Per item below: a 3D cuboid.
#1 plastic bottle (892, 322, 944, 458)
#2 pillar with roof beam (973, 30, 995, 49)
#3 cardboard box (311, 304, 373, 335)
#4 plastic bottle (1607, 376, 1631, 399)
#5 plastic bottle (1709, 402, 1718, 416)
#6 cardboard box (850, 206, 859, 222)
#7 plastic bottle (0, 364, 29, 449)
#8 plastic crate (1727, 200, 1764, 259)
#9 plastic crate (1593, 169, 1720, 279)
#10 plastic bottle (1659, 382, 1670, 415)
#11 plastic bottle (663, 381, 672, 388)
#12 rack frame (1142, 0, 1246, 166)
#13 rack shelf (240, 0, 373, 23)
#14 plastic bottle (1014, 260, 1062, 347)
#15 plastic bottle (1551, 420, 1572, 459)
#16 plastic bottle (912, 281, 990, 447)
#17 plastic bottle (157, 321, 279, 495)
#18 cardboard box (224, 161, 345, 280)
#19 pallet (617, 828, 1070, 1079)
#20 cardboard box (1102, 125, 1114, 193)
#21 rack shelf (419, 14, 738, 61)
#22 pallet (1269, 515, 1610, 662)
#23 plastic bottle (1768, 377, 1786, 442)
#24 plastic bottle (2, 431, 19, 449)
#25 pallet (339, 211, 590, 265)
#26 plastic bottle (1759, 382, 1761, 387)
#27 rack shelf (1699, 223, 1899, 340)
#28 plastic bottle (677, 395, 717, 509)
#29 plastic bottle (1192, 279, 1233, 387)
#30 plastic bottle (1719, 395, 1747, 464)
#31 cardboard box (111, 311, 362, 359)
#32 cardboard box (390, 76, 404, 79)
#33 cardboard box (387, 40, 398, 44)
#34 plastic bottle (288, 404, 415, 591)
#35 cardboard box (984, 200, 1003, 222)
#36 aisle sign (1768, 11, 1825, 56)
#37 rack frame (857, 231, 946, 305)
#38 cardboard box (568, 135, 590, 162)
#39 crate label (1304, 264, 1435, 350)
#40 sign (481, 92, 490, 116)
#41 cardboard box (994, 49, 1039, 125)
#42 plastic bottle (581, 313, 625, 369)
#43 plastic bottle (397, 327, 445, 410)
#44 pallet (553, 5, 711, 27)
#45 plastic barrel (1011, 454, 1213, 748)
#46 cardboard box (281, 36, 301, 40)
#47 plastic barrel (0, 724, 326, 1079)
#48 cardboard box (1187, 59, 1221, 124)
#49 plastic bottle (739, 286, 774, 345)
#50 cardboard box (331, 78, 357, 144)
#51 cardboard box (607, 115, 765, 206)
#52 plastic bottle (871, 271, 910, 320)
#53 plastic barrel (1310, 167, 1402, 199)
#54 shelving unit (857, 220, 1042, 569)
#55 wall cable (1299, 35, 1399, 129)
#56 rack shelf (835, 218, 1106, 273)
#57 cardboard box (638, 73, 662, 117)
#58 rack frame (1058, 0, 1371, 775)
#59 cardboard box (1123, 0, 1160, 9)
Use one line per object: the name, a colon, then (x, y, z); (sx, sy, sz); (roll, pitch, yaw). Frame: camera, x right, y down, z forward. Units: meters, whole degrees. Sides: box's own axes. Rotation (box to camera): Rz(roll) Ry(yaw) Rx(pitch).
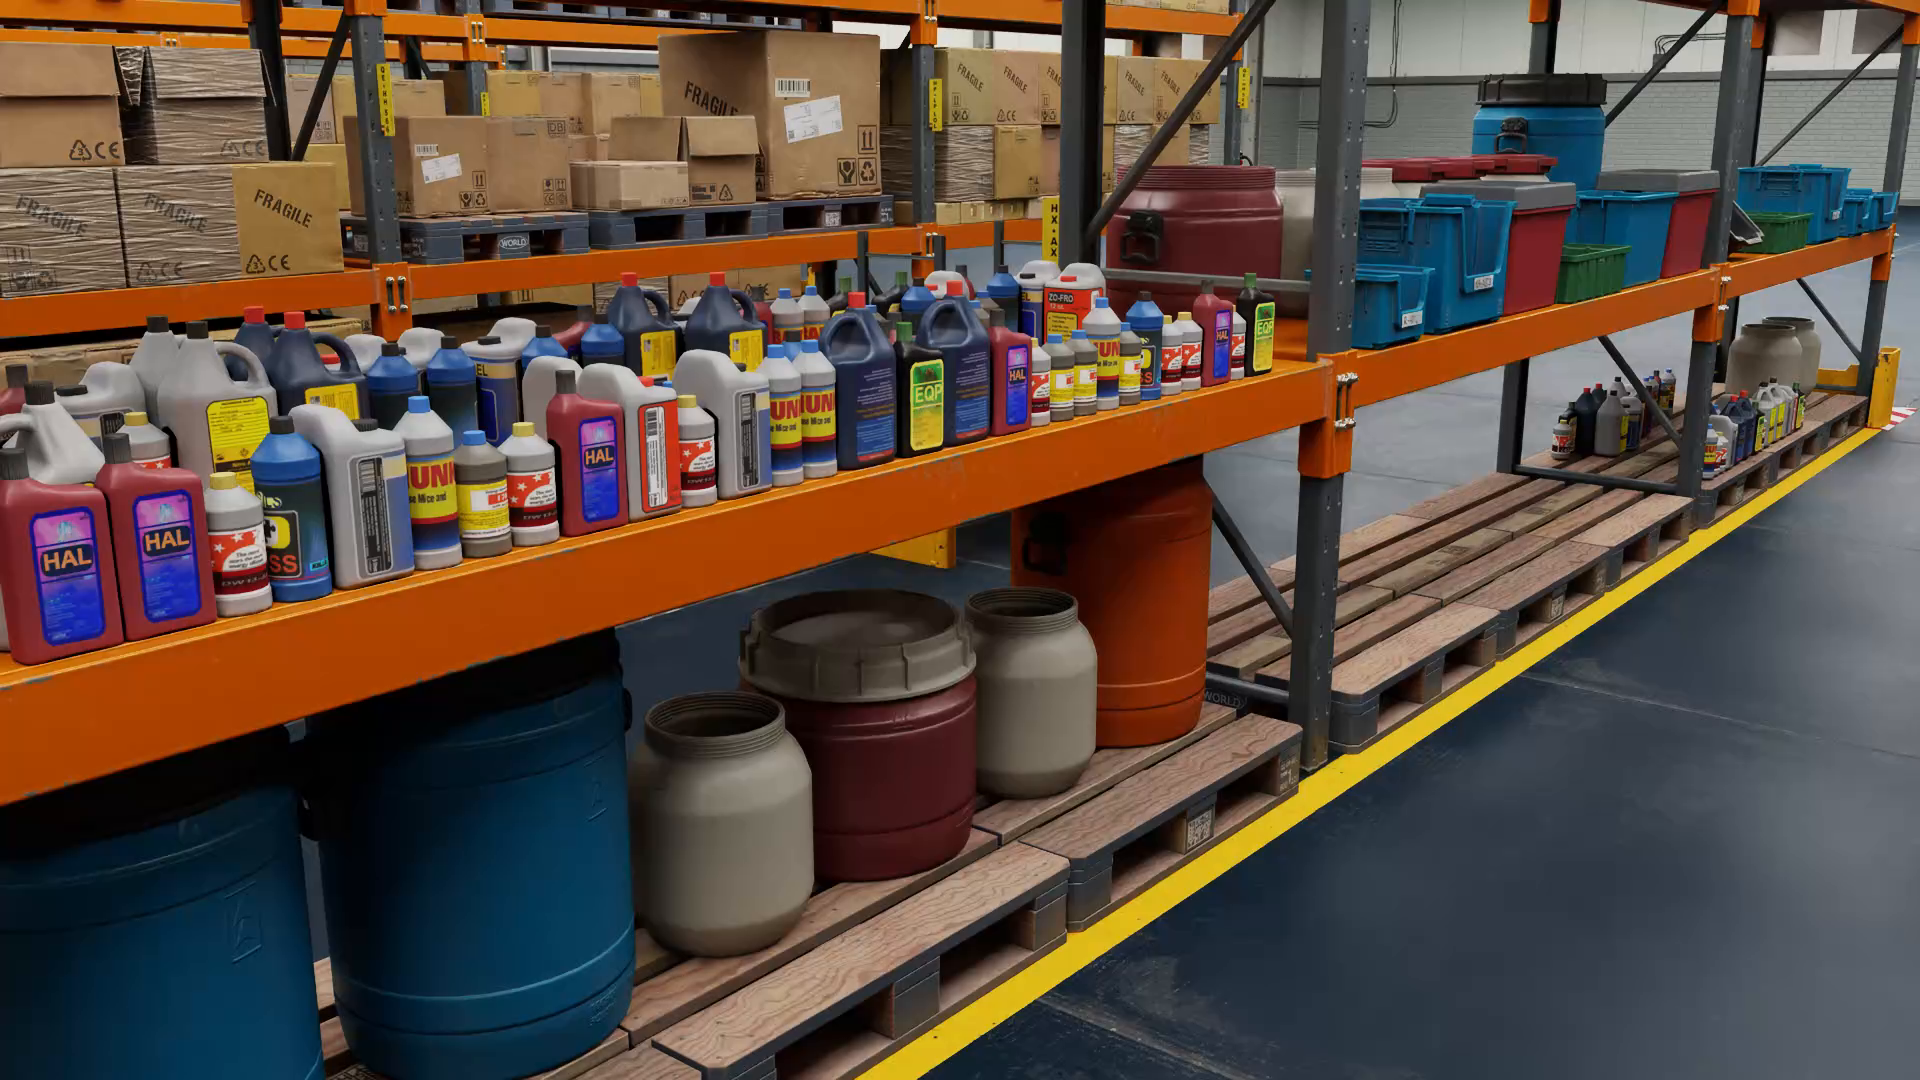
plastic bottle: (-0.094, -0.325, 3.546); (0.061, 0.283, 0.133); (11, 18, 38)
pillar with roof beam: (3.874, -11.099, 33.536); (9.100, 9.000, 0.400); (11, 18, 38)
cardboard box: (-5.316, -1.920, 13.306); (1.050, 0.750, 0.750); (11, 18, 38)
plastic bottle: (3.765, -0.767, 9.535); (0.144, 0.351, 0.185); (11, 18, 37)
plastic bottle: (3.979, -0.613, 8.929); (0.144, 0.351, 0.185); (11, 18, 38)
cardboard box: (-0.685, -2.302, 11.603); (0.380, 0.149, 0.250); (11, 18, 38)
plastic bottle: (-1.661, -0.159, 2.893); (0.061, 0.283, 0.133); (11, 18, 38)
plastic crate: (3.689, -1.621, 8.538); (0.767, 0.338, 0.504); (11, 18, 38)
plastic crate: (3.194, -1.462, 7.654); (0.402, 0.464, 0.583); (11, 18, 38)
plastic bottle: (4.328, -0.875, 10.264); (0.097, 0.201, 0.097); (0, 14, 0)
plastic bottle: (-0.561, -0.209, 3.259); (0.097, 0.201, 0.097); (0, 14, 0)
rack frame: (1.922, -3.103, 14.246); (1.000, 3.000, 0.127); (11, 18, 38)
rack shelf: (-4.363, -2.293, 6.427); (1.077, 0.370, 4.000); (11, 18, 38)
plastic bottle: (0.223, -0.712, 5.084); (0.152, 0.276, 0.135); (11, 18, 38)
plastic bottle: (3.246, -0.545, 8.967); (0.097, 0.201, 0.097); (0, 14, 0)
plastic bottle: (-0.027, -0.394, 3.683); (0.144, 0.351, 0.185); (11, 18, 38)
plastic bottle: (-1.332, -0.219, 2.993); (0.144, 0.351, 0.185); (11, 18, 38)
cardboard box: (-3.223, -1.487, 7.680); (0.500, 0.500, 0.500); (12, 19, 39)
pallet: (-0.484, 0.937, 4.006); (1.003, 0.211, 1.213); (11, 18, 38)
cardboard box: (0.663, -2.897, 12.629); (0.875, 0.500, 0.500); (11, 18, 38)
rack shelf: (-3.129, -4.612, 15.555); (1.077, 0.370, 4.000); (11, 18, 38)
pallet: (2.031, 0.172, 7.017); (1.003, 0.211, 1.213); (11, 18, 38)
plastic bottle: (4.593, -0.744, 9.444); (0.144, 0.351, 0.185); (12, 19, 40)
plastic bottle: (-1.588, -0.110, 2.869); (0.097, 0.201, 0.097); (0, 14, 0)
pallet: (-2.741, -1.631, 8.841); (1.213, 0.211, 1.003); (11, 18, 38)
plastic bottle: (4.698, -0.786, 9.749); (0.061, 0.283, 0.133); (11, 18, 38)
rack shelf: (4.518, -1.605, 9.810); (1.077, 0.370, 4.000); (11, 18, 38)
plastic bottle: (-0.504, -0.167, 3.093); (0.097, 0.201, 0.097); (0, 14, 0)
plastic bottle: (0.679, -0.560, 4.474); (0.061, 0.283, 0.133); (11, 18, 38)
plastic bottle: (4.091, -0.590, 8.841); (0.144, 0.351, 0.185); (12, 18, 39)
cardboard box: (-3.556, -0.616, 7.918); (1.225, 0.875, 0.875); (10, 17, 35)
cardboard box: (-6.501, -4.973, 18.769); (0.700, 0.500, 0.500); (11, 18, 37)
cardboard box: (-6.448, -5.666, 18.751); (0.380, 0.149, 0.250); (11, 18, 37)
plastic bottle: (-0.950, -0.078, 2.591); (0.152, 0.276, 0.135); (11, 18, 38)
cardboard box: (0.080, -2.308, 11.626); (0.380, 0.149, 0.250); (11, 18, 38)
aisle sign: (5.592, -3.656, 11.142); (0.394, 0.787, 0.004); (11, 18, 38)
rack frame: (-0.266, -0.646, 7.619); (0.500, 1.500, 0.032); (11, 18, 38)
cardboard box: (-3.836, -3.378, 15.024); (0.875, 0.550, 0.550); (11, 18, 38)
crate label: (1.303, -0.746, 5.308); (0.303, 0.233, 0.416); (11, 18, 38)
sign: (-3.958, -3.565, 13.872); (0.100, 0.325, 0.005); (11, 18, 38)
cardboard box: (0.202, -3.157, 11.621); (0.500, 0.500, 0.500); (11, 18, 38)
plastic bottle: (-0.812, -0.381, 3.792); (0.097, 0.271, 0.097); (0, 14, 0)
plastic bottle: (-1.140, -0.296, 3.449); (0.152, 0.276, 0.135); (11, 18, 38)
pallet: (-3.097, -4.923, 15.496); (1.003, 0.211, 1.213); (11, 18, 38)
plastic barrel: (0.452, 0.140, 5.034); (0.600, 0.830, 0.708); (11, 18, 38)
cardboard box: (-7.270, -5.422, 17.791); (0.380, 0.149, 0.250); (11, 18, 36)
plastic barrel: (-1.412, 0.673, 2.789); (0.600, 0.901, 0.708); (11, 18, 38)
cardboard box: (1.769, -3.637, 13.509); (0.500, 0.500, 0.500); (11, 18, 38)
plastic bottle: (-0.539, -0.501, 4.240); (0.061, 0.283, 0.133); (11, 18, 38)
cardboard box: (-5.015, -3.462, 13.426); (0.700, 0.500, 0.500); (11, 18, 37)
cardboard box: (-1.609, -2.244, 9.803); (0.797, 0.503, 0.637); (14, 20, 43)
plastic bottle: (-0.187, -0.608, 4.661); (0.061, 0.283, 0.133); (11, 18, 38)
plastic barrel: (1.492, -1.170, 6.408); (0.421, 0.512, 0.421); (0, 14, 0)
shelving unit: (0.048, -0.742, 7.996); (0.587, 1.500, 1.083); (11, 18, 38)
wall cable: (10.948, -12.918, 47.003); (3.097, 2.526, 0.112); (11, 18, 38)
rack shelf: (0.665, -2.371, 12.827); (1.077, 0.370, 4.000); (11, 18, 38)
cardboard box: (-3.099, -4.094, 15.647); (0.875, 0.550, 0.500); (11, 18, 38)
rack frame: (0.747, -0.805, 5.198); (1.000, 3.000, 0.127); (11, 18, 38)
cardboard box: (1.177, -4.160, 12.618); (0.500, 0.250, 0.500); (12, 18, 39)
